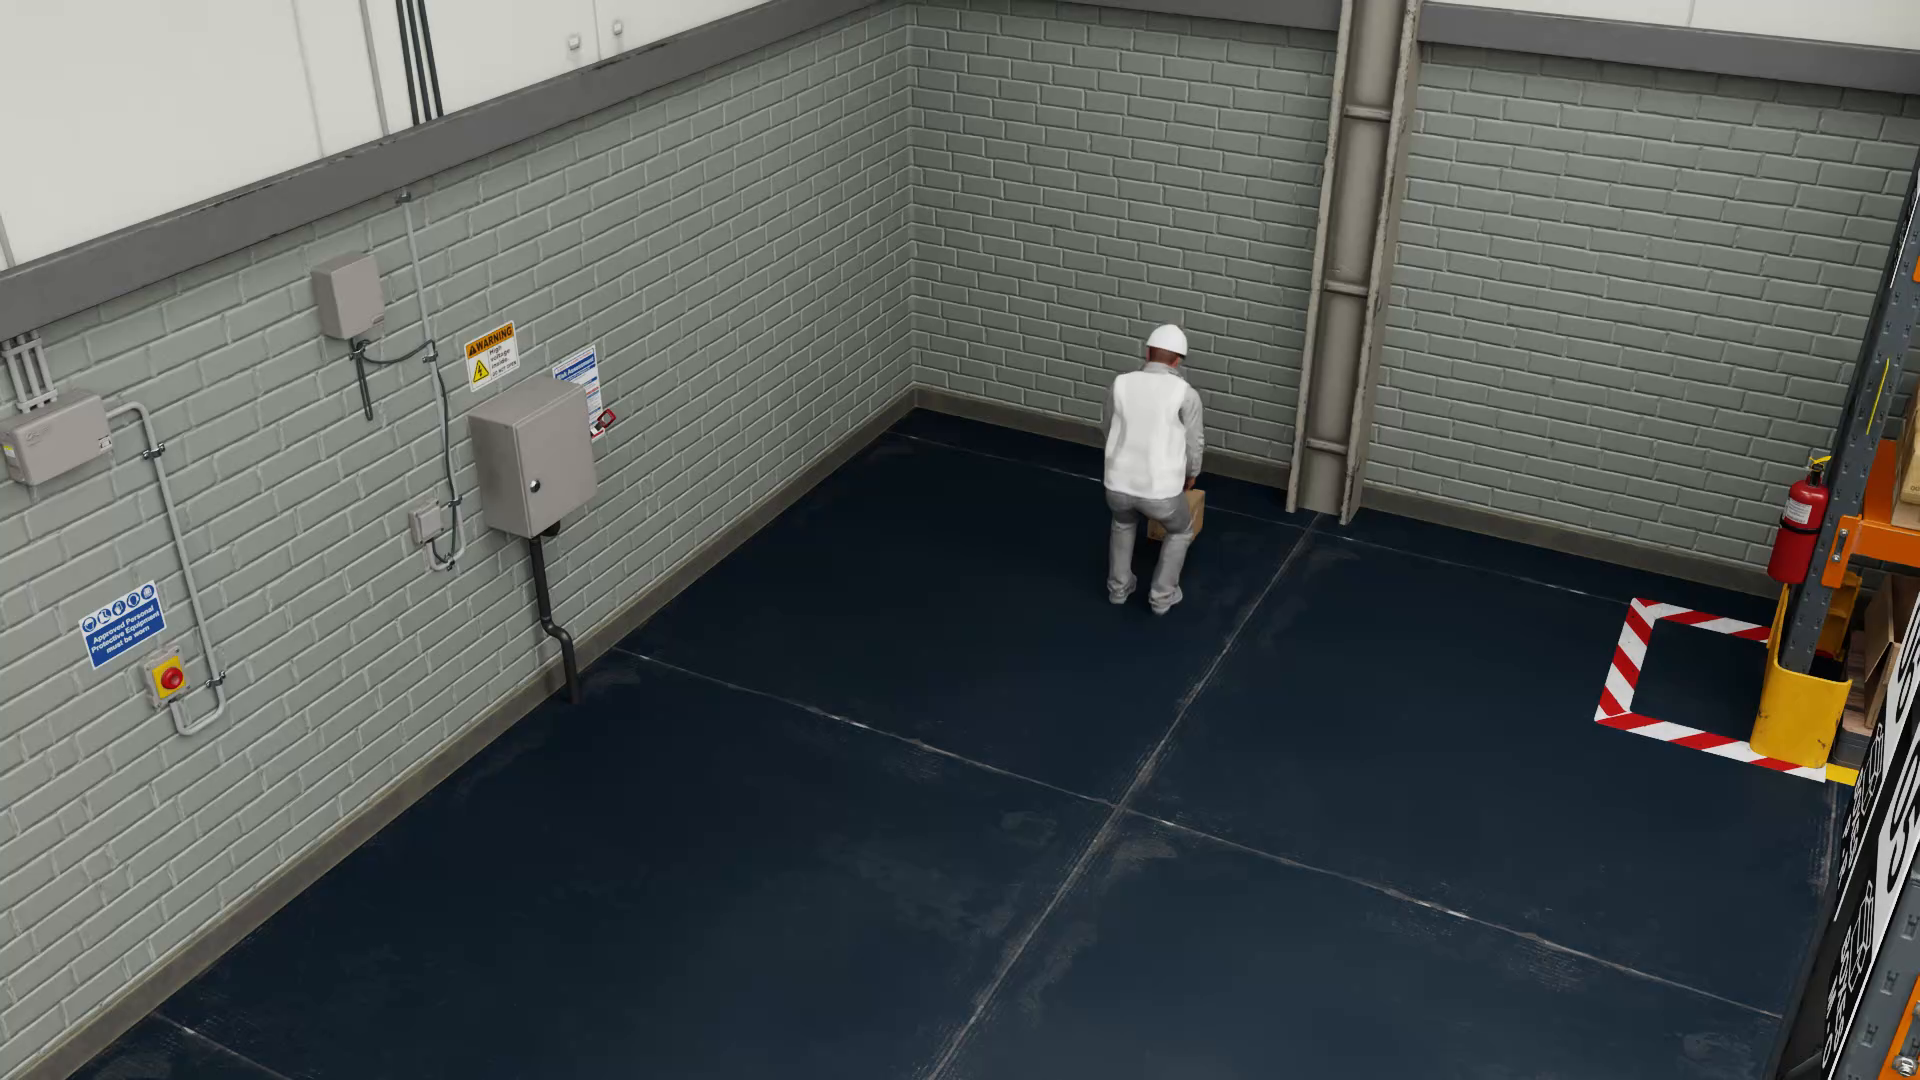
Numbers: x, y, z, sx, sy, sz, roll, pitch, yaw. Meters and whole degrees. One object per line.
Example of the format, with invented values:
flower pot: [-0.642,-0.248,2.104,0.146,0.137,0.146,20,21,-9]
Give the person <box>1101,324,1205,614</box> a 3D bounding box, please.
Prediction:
person: [1.028,-0.371,9.113,0.586,1.584,0.649,15,33,24]
